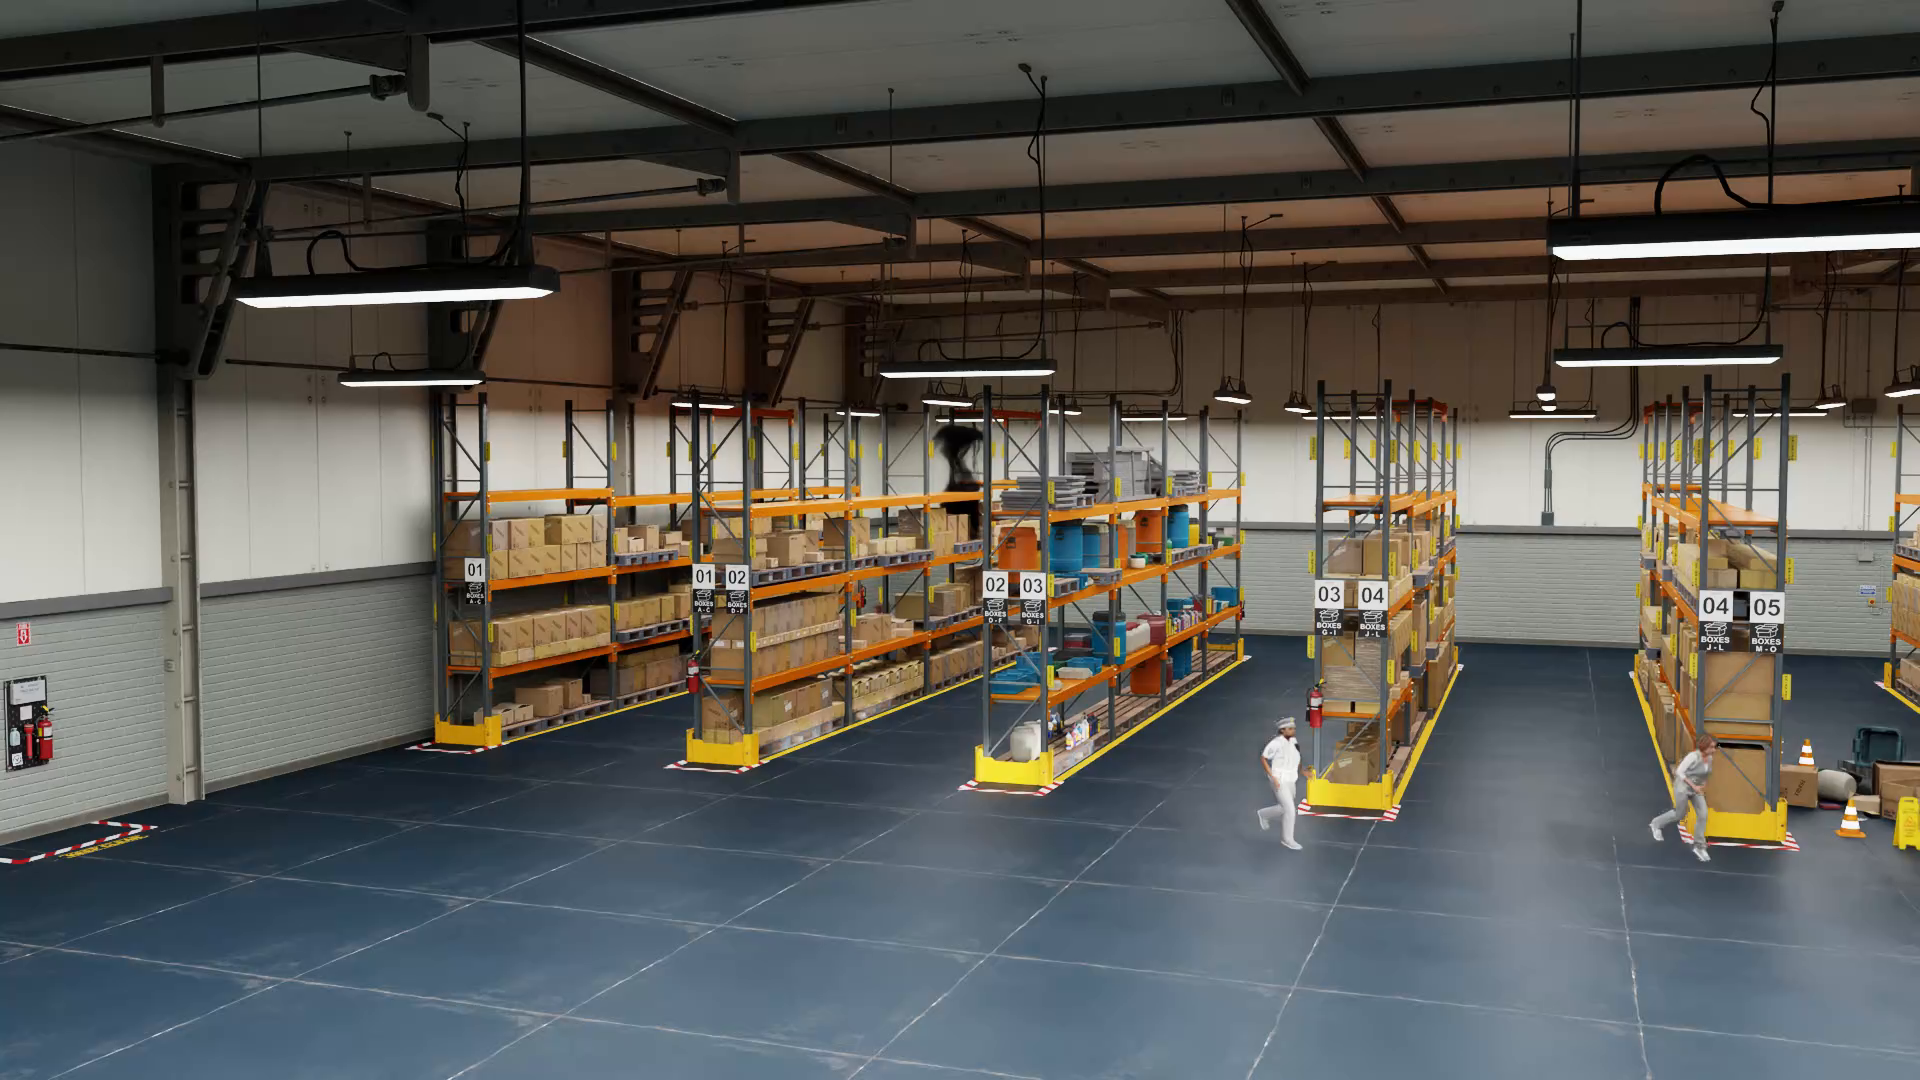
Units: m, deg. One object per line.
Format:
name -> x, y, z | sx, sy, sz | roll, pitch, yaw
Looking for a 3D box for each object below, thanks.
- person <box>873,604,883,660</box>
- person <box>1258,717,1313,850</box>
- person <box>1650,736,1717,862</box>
person -> -1.784, 2.222, 37.196 | 0.525, 1.611, 0.820 | 1, 3, 21
person -> 4.051, 3.057, 21.164 | 0.560, 1.668, 0.780 | -3, 4, -40
person -> 9.000, 3.155, 20.697 | 0.571, 1.548, 0.914 | -2, 3, -29
